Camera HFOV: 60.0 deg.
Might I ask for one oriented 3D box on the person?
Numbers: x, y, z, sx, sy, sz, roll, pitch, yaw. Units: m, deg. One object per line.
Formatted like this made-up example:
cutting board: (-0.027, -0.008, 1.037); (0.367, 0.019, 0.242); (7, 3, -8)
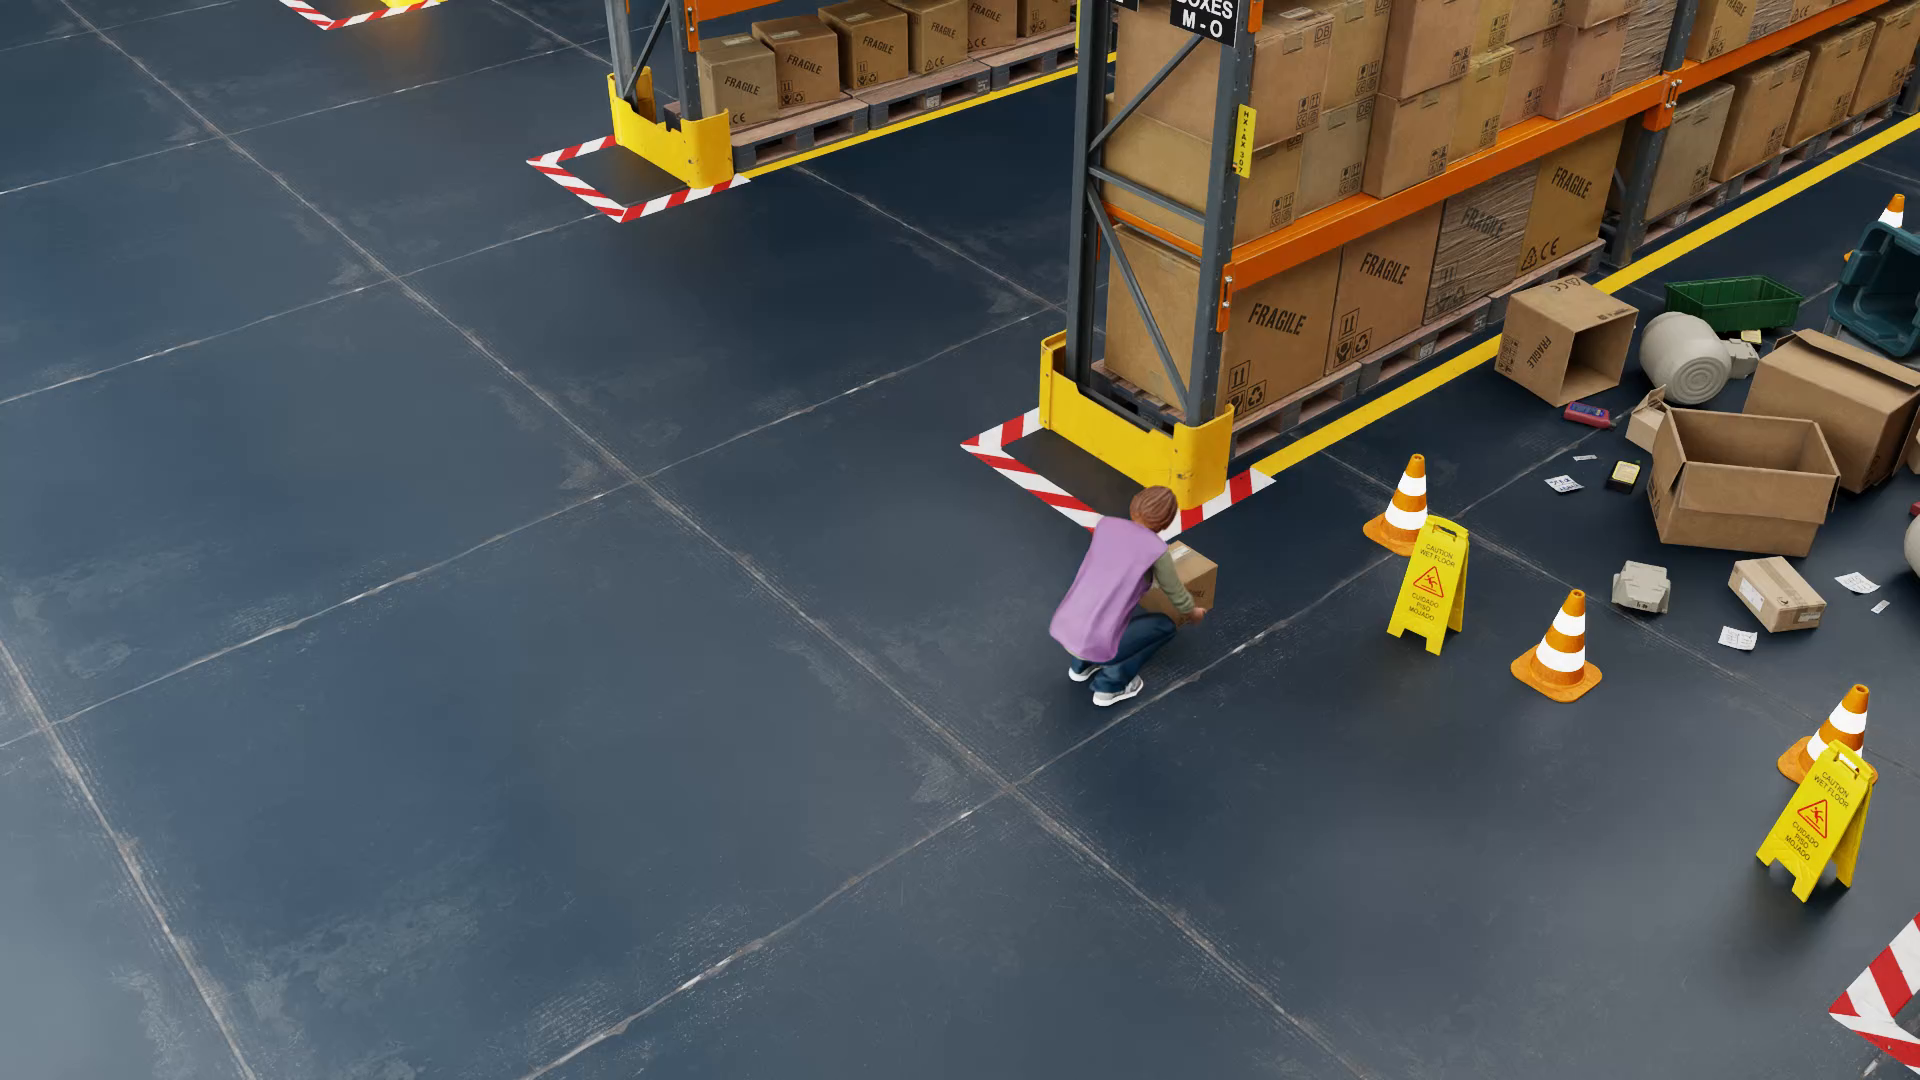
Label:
person: (0.743, 0.245, 7.360); (0.814, 0.885, 0.435); (-27, 44, -32)
